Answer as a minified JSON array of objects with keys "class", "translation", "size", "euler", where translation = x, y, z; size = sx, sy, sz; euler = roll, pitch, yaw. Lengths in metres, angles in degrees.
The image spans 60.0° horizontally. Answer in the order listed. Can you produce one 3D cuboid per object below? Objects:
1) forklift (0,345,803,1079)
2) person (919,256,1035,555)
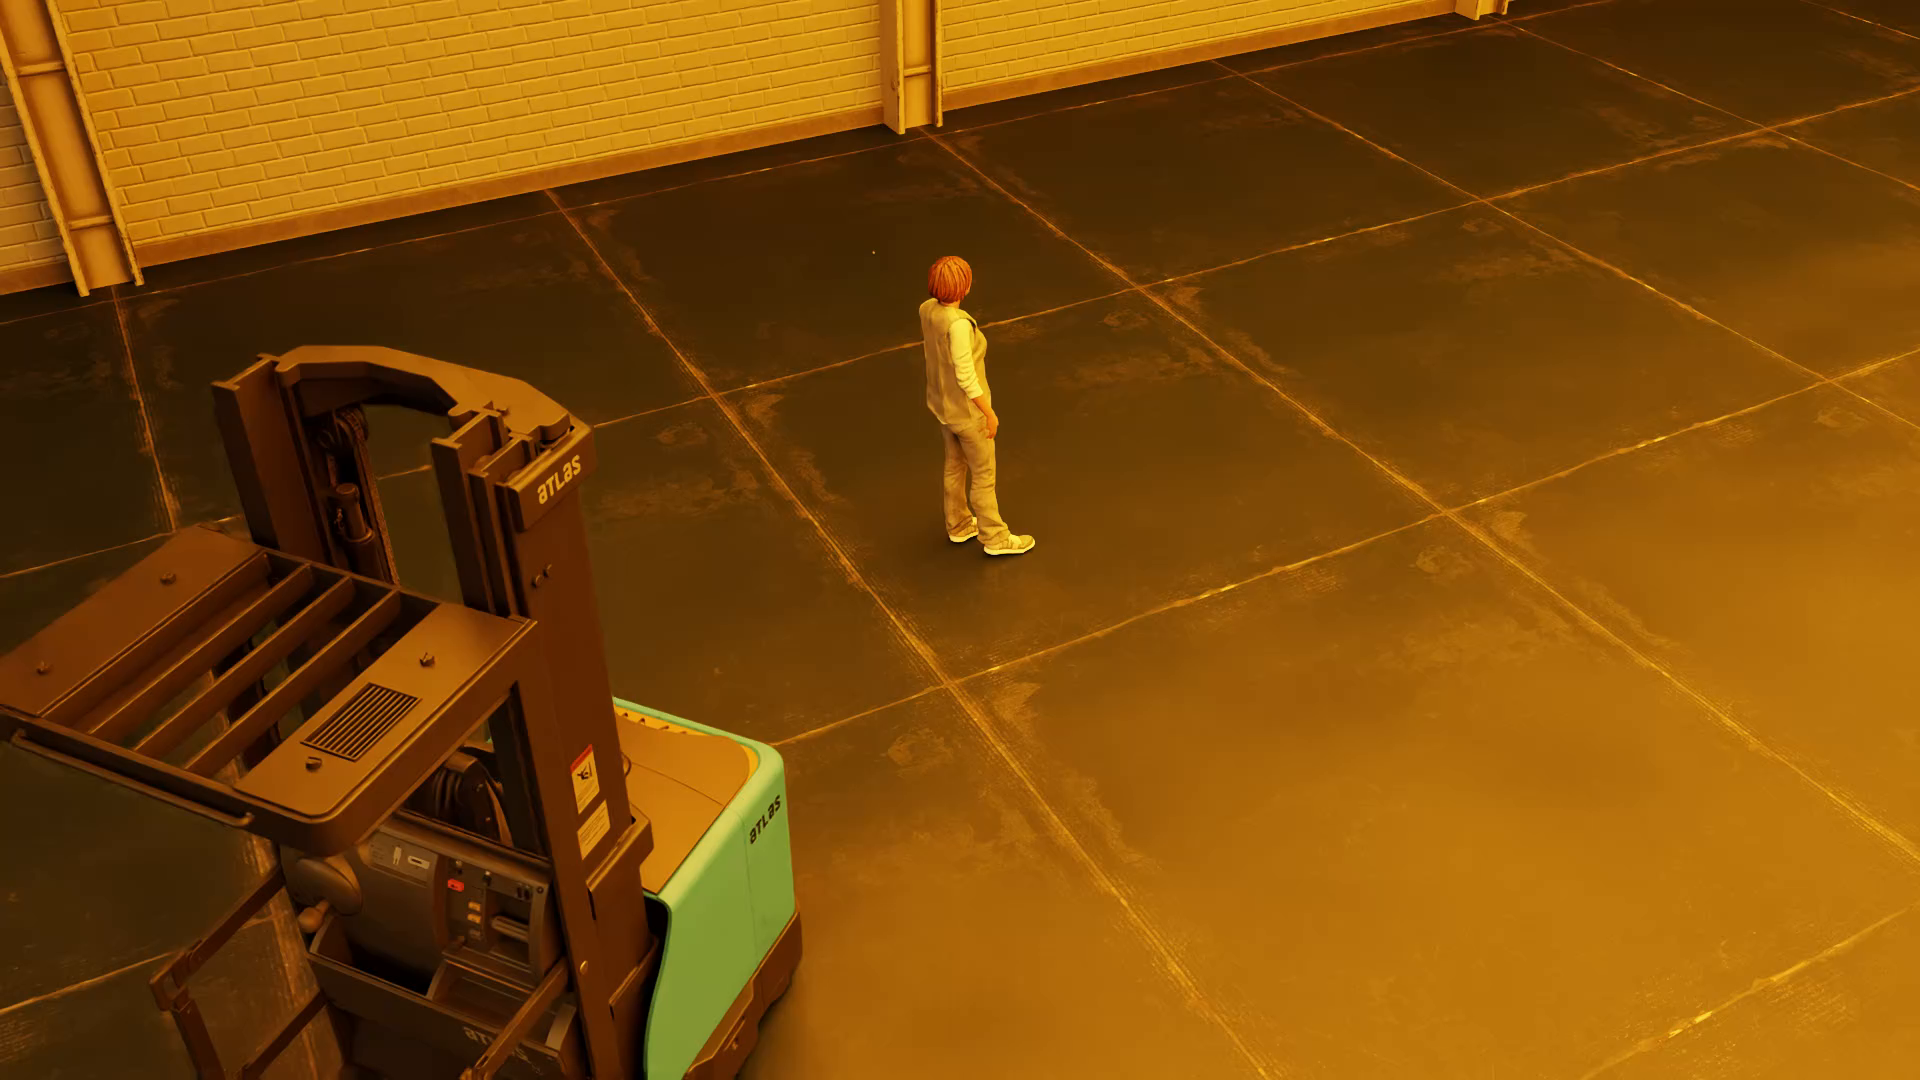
[{"class":"forklift","translation":[-1.652,1.073,4.606],"size":[1.130,2.935,3.031],"euler":[14,38,19]},{"class":"person","translation":[0.073,-0.671,8.215],"size":[0.473,1.599,0.520],"euler":[-17,39,-23]}]
